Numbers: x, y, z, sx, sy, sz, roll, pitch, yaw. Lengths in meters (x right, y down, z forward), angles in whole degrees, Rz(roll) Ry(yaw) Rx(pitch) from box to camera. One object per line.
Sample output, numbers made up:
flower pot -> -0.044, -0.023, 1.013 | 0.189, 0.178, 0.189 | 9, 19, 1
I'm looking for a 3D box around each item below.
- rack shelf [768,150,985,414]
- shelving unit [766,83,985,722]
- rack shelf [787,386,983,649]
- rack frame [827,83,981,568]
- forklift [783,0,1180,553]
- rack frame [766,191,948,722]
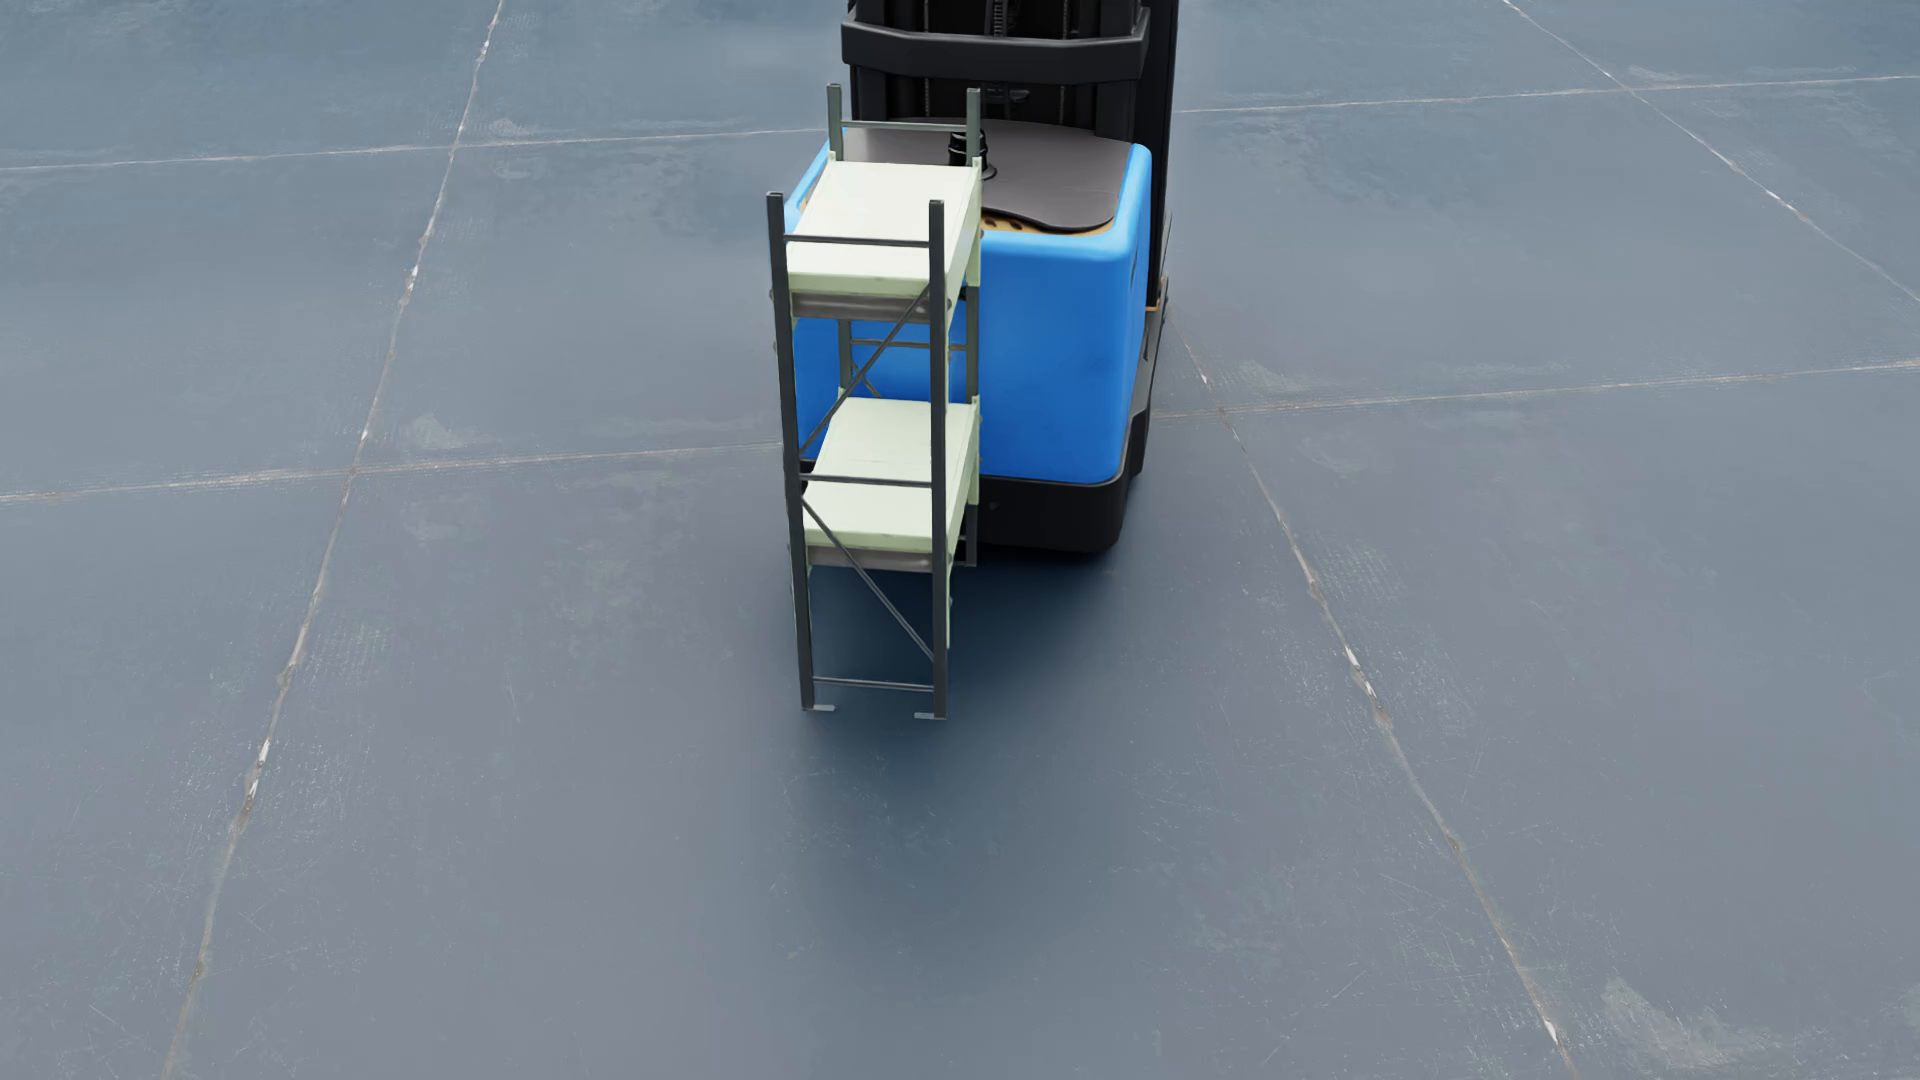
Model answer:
rack shelf -> -0.190, -0.671, 4.210 | 0.431, 0.370, 0.720 | 4, 34, 6
shelving unit -> -0.190, -0.348, 4.429 | 0.431, 1.500, 0.755 | 4, 34, 6
rack shelf -> -0.190, -0.079, 4.613 | 0.431, 0.370, 0.720 | 4, 34, 6
rack frame -> -0.147, -0.553, 4.730 | 0.400, 1.500, 0.023 | 4, 34, 6
forklift -> 0.214, -1.994, 5.573 | 1.130, 2.935, 3.031 | 6, 35, 8
rack frame -> -0.234, -0.144, 4.129 | 0.400, 1.500, 0.023 | 4, 34, 6
